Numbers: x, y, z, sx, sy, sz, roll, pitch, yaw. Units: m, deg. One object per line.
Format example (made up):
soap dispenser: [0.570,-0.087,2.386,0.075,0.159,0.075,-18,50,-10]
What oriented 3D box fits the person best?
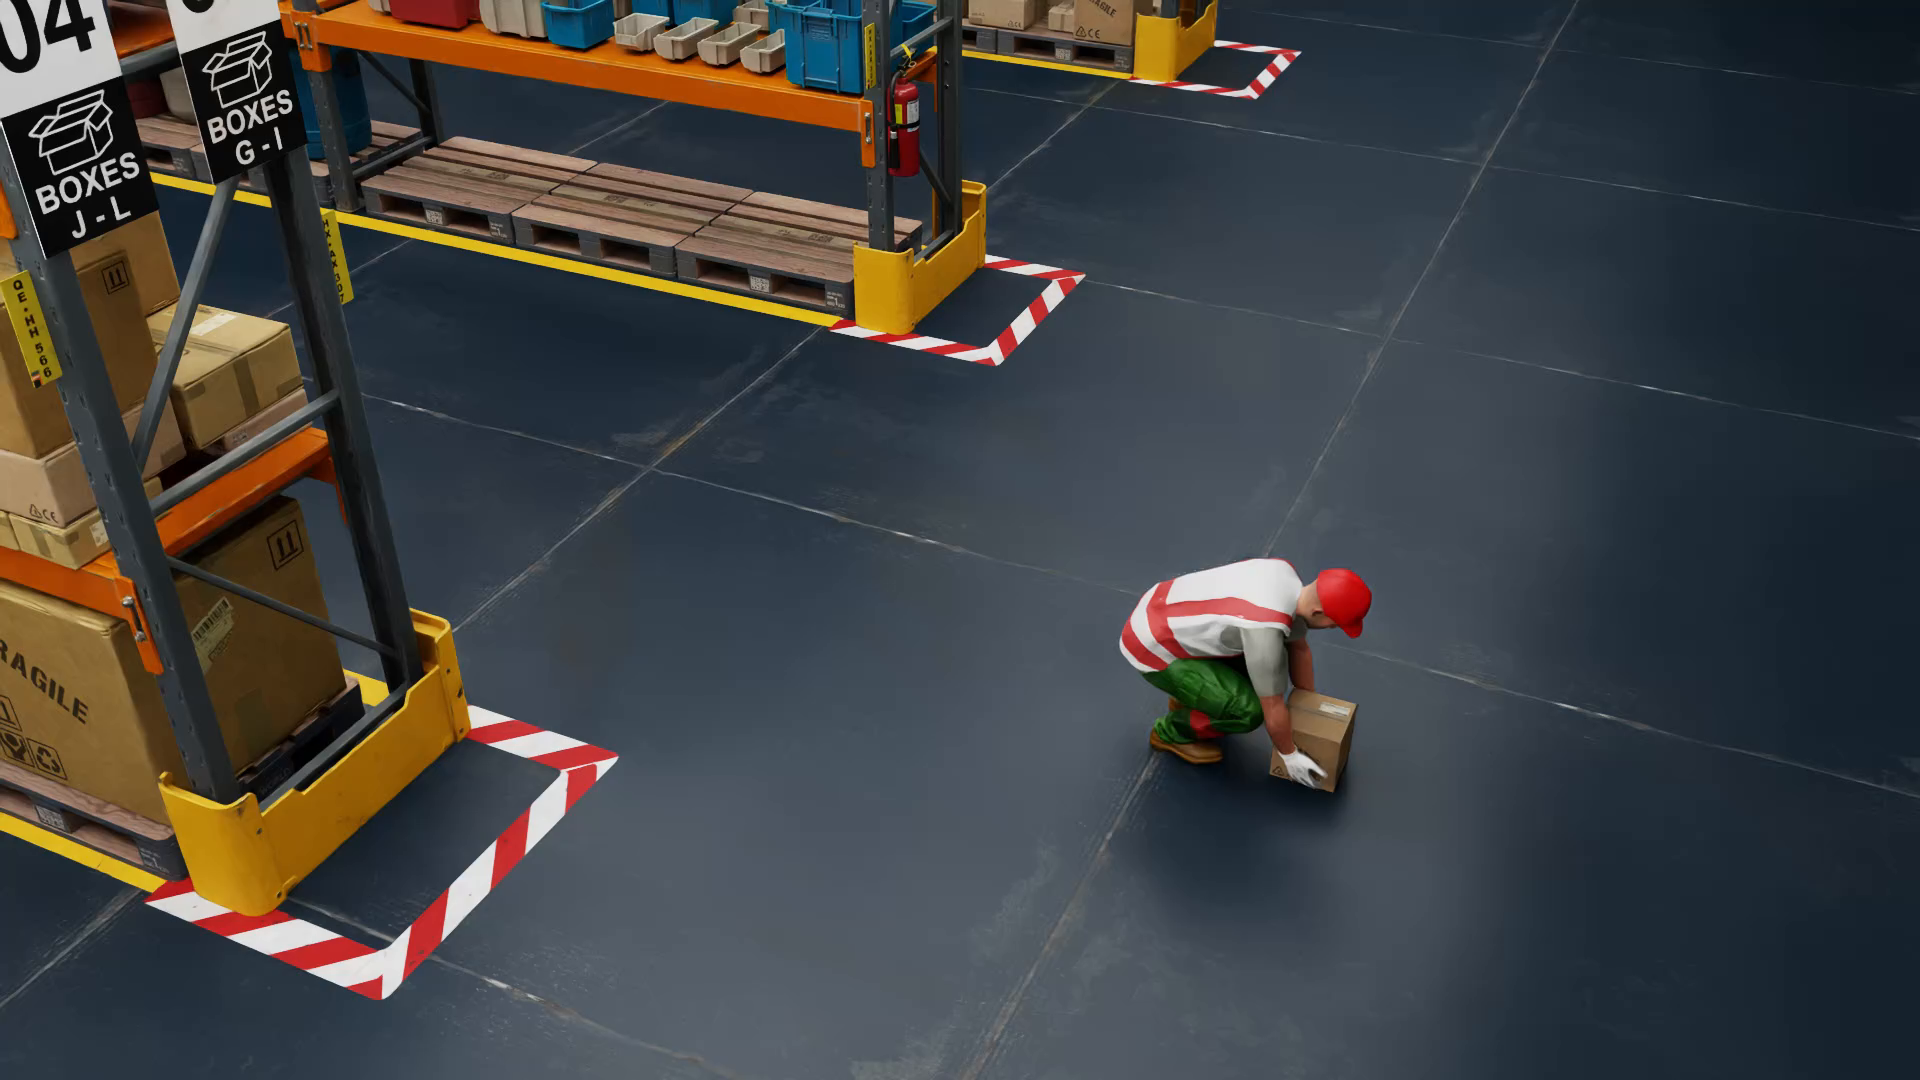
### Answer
person: [1.064,0.426,6.317,0.889,0.878,0.563,14,36,21]
